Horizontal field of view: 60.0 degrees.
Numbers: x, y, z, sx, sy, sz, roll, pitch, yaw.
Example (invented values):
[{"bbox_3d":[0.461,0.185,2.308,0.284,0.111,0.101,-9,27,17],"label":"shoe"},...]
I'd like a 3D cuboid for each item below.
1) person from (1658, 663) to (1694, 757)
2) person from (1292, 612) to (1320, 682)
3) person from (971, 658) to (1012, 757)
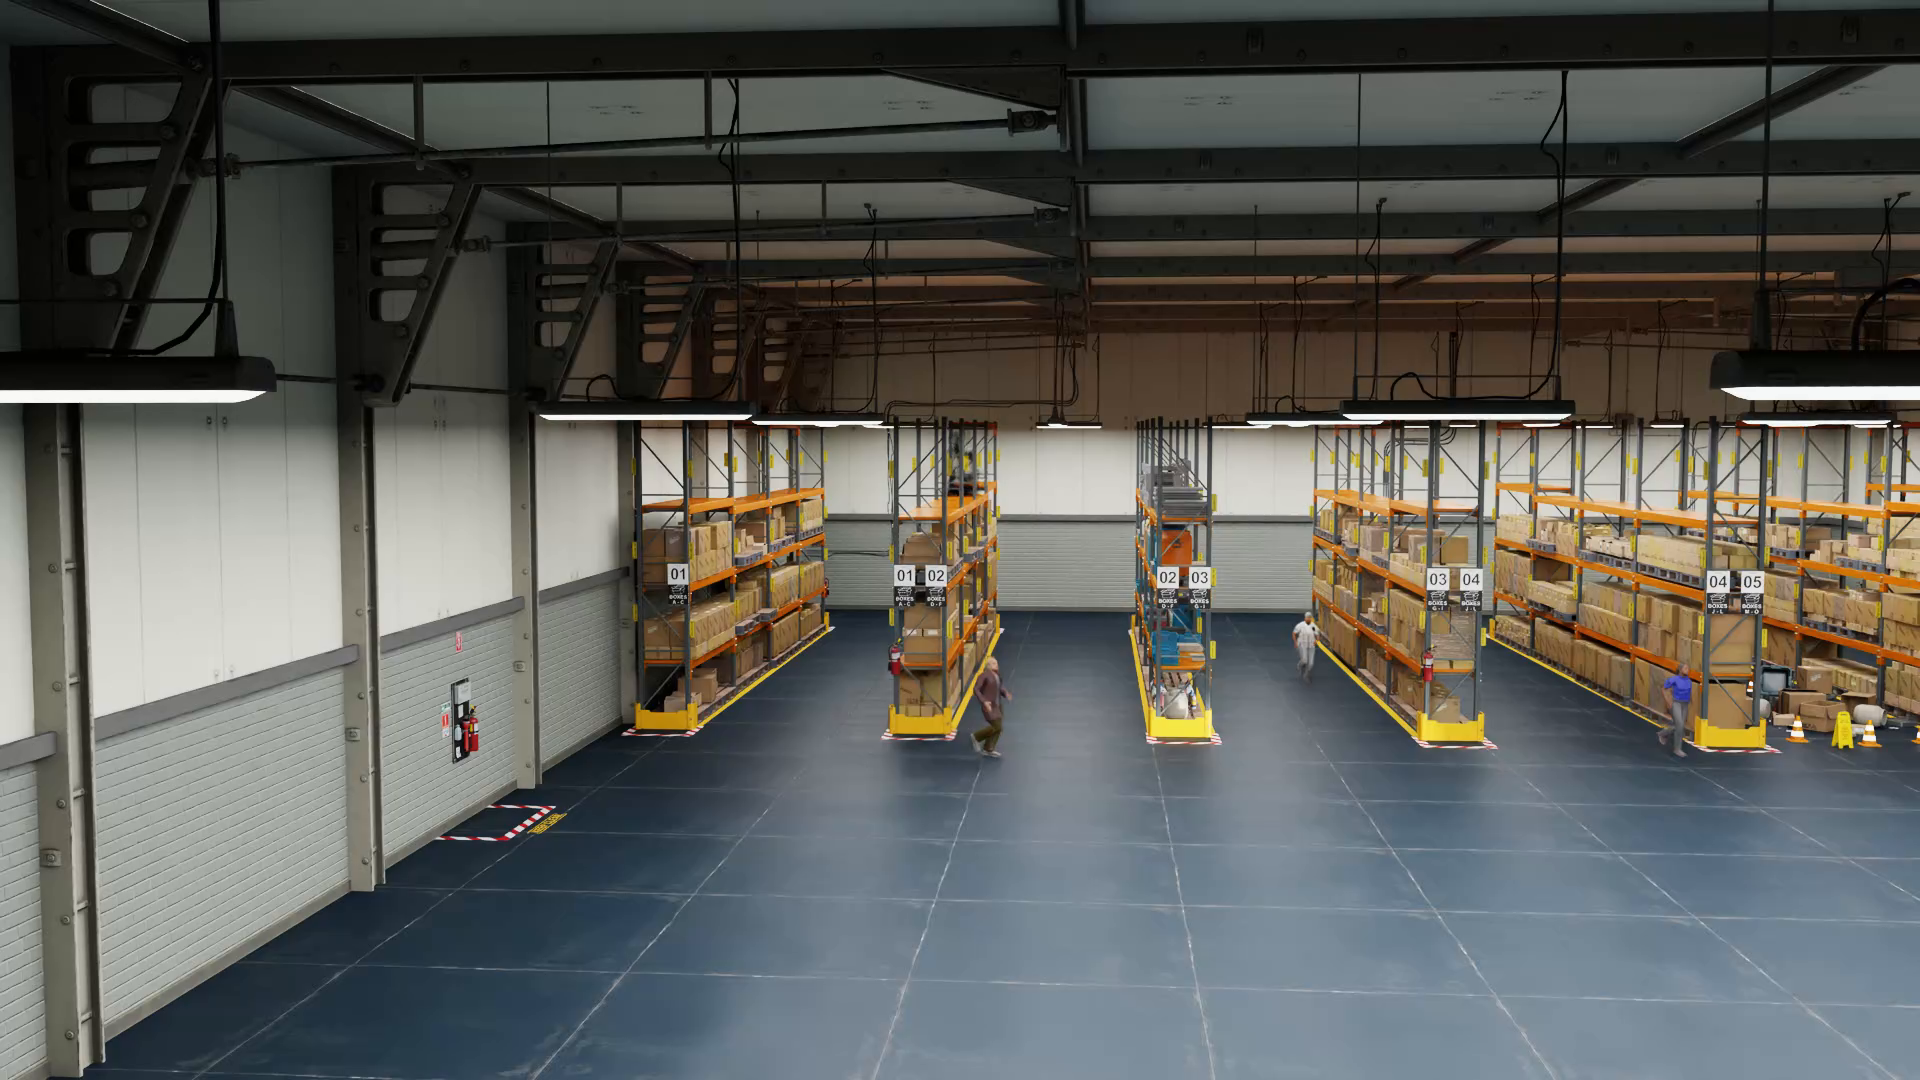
[{"bbox_3d":[12.804,2.996,29.641,0.613,1.632,0.762,-1,4,-20],"label":"person"},{"bbox_3d":[7.898,2.446,37.850,0.585,1.613,0.588,0,4,-2],"label":"person"},{"bbox_3d":[0.567,2.982,29.325,0.673,1.669,0.700,2,4,33],"label":"person"}]
